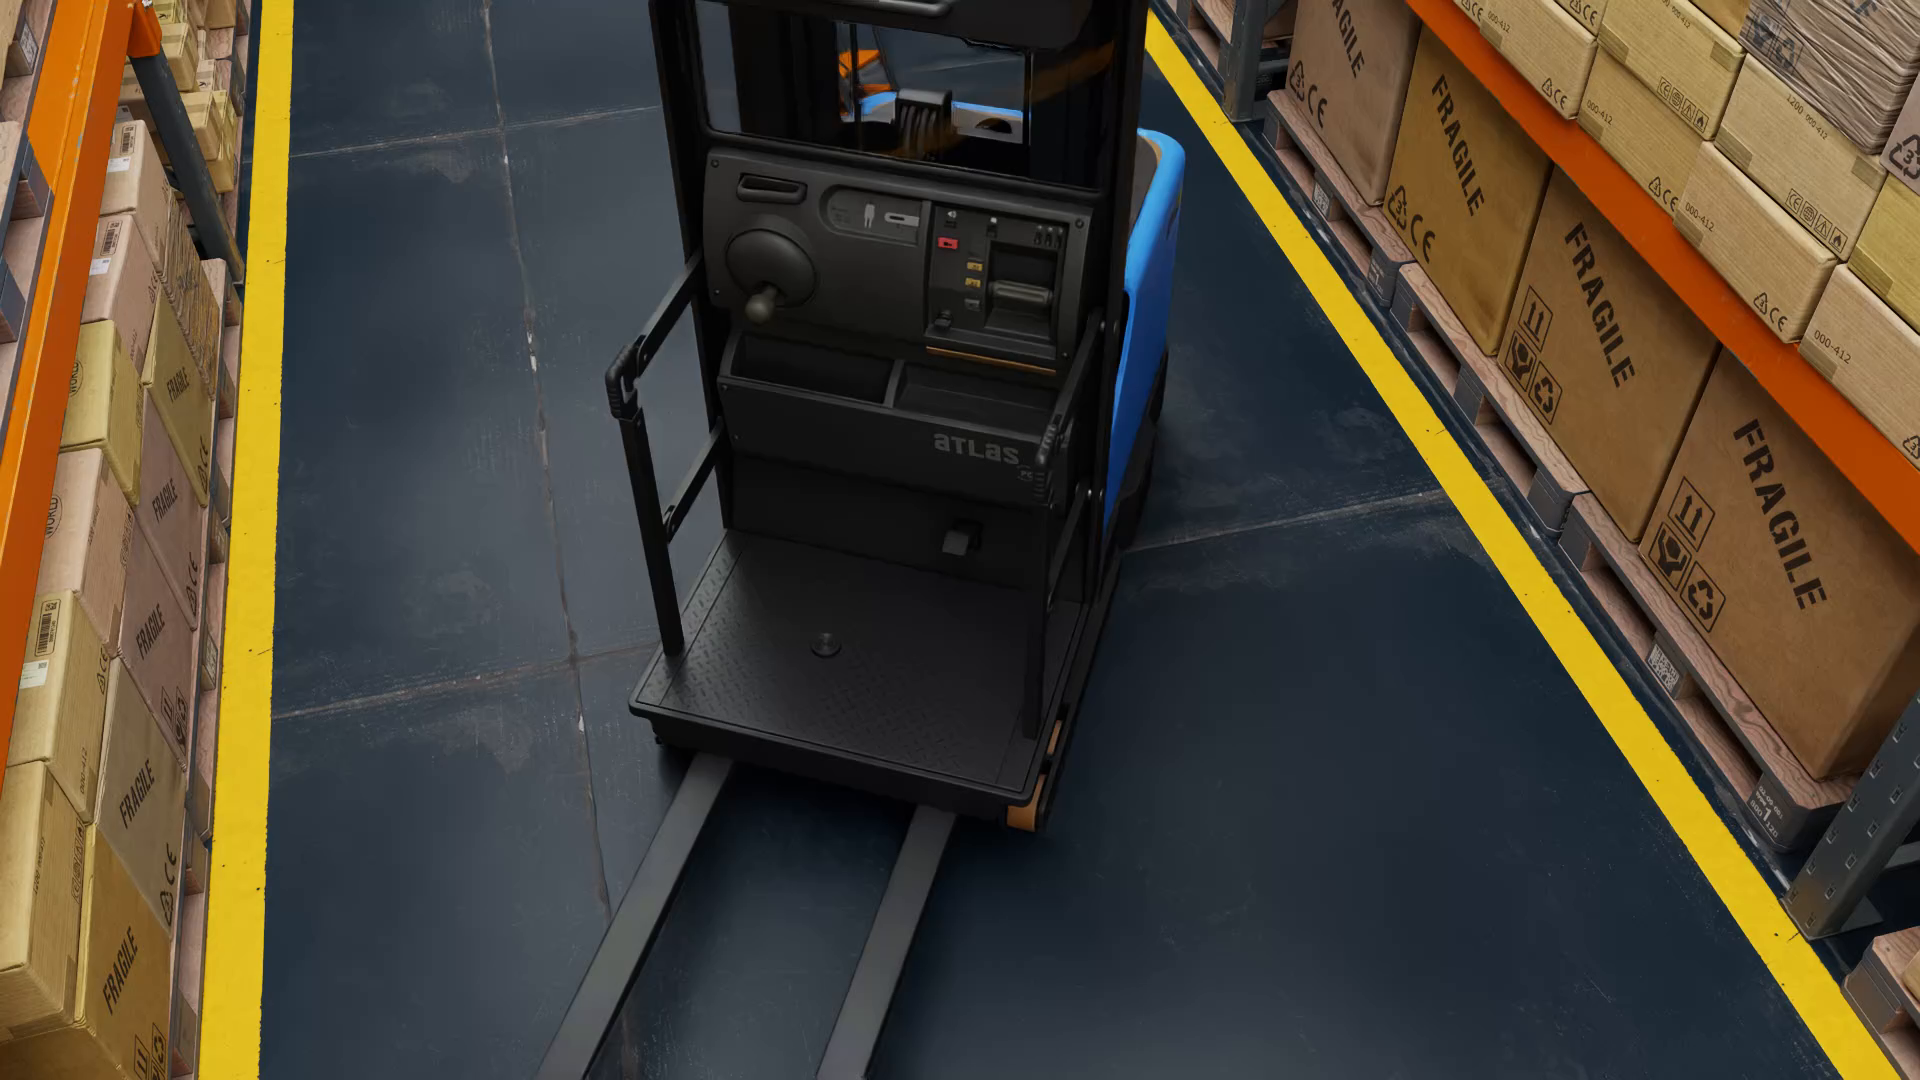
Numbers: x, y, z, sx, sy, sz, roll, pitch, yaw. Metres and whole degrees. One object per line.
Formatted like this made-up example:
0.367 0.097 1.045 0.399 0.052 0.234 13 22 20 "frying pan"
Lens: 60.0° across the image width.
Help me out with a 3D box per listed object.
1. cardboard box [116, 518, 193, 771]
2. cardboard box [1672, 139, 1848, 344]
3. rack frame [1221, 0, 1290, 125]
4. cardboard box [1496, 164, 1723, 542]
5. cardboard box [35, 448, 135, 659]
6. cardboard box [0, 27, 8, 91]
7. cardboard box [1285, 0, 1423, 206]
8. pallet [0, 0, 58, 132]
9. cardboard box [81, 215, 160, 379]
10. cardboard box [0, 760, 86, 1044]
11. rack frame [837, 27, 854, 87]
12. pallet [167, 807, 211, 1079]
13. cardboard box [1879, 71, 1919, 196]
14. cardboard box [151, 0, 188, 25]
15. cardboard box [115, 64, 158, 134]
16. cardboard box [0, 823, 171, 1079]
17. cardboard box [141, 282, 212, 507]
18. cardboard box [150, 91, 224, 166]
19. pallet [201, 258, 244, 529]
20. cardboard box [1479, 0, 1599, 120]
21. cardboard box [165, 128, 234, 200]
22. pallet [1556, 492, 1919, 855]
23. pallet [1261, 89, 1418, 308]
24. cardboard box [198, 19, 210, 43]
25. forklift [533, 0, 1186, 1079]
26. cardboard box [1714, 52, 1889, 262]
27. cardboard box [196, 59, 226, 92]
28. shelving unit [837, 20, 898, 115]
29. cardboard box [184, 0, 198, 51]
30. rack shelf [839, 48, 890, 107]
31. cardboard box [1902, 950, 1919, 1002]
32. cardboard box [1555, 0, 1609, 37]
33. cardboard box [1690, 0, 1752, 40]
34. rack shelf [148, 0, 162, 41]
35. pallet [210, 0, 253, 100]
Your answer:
-2.335 0.312 4.300 0.500 0.500 0.500 -12 47 -11 "cardboard box"
2.101 -0.755 3.995 0.500 0.250 0.500 -10 46 -10 "cardboard box"
1.603 -2.918 6.009 1.000 3.000 0.127 -11 47 -10 "rack frame"
2.306 -0.668 4.998 0.875 0.875 0.875 -10 46 -10 "cardboard box"
-2.319 0.070 4.012 0.500 0.250 0.500 -10 46 -10 "cardboard box"
-2.670 -1.239 4.246 0.380 0.149 0.250 -13 47 -12 "cardboard box"
1.839 -1.907 6.213 0.875 0.875 0.875 -9 46 -9 "cardboard box"
-3.101 -1.321 4.579 1.003 0.211 1.213 -11 47 -10 "pallet"
-2.602 -0.652 4.720 0.500 0.250 0.500 -9 46 -8 "cardboard box"
-2.075 0.764 3.332 0.500 0.250 0.500 -13 47 -12 "cardboard box"
-0.358 -1.291 5.725 0.006 1.200 0.240 11 43 40 "rack frame"
-2.331 1.255 3.872 1.003 0.211 1.213 -11 47 -10 "pallet"
2.242 -0.850 3.213 0.500 0.500 0.500 -12 47 -11 "cardboard box"
-3.170 -1.942 6.339 0.380 0.149 0.250 -11 47 -11 "cardboard box"
-3.044 -1.576 5.980 0.380 0.149 0.250 -9 46 -9 "cardboard box"
-2.067 1.012 3.614 0.500 0.500 0.500 -13 47 -12 "cardboard box"
-2.592 -0.396 4.994 0.500 0.500 0.500 -12 47 -11 "cardboard box"
-2.940 -1.505 6.118 0.380 0.149 0.250 -9 46 -8 "cardboard box"
-2.955 -0.429 5.523 1.003 0.211 1.213 -11 47 -10 "pallet"
1.829 -1.452 4.678 0.500 0.250 0.500 -11 47 -11 "cardboard box"
-2.939 -1.402 6.226 0.380 0.149 0.250 -13 47 -12 "cardboard box"
2.498 0.262 4.845 1.003 0.211 1.213 -11 47 -10 "pallet"
1.874 -1.423 6.496 1.003 0.211 1.213 -11 47 -10 "pallet"
-3.337 -2.093 6.903 0.380 0.149 0.250 -13 47 -12 "cardboard box"
-0.218 -0.564 3.751 1.130 2.935 3.031 12 47 11 "forklift"
2.123 -0.920 3.806 0.500 0.250 0.500 -12 47 -11 "cardboard box"
-3.121 -1.748 6.565 0.380 0.149 0.250 -11 47 -11 "cardboard box"
-0.289 -1.277 5.666 0.189 1.200 0.258 11 43 40 "shelving unit"
-3.255 -2.012 6.615 0.380 0.149 0.250 -13 47 -12 "cardboard box"
-0.379 -1.532 5.502 0.180 0.103 0.258 11 43 40 "rack shelf"
2.762 1.009 3.707 0.950 0.372 0.625 -14 47 -13 "cardboard box"
1.839 -1.628 4.500 0.500 0.250 0.500 -12 47 -12 "cardboard box"
1.982 -1.547 3.896 0.500 0.500 0.500 -11 47 -10 "cardboard box"
-3.668 -3.072 6.664 1.077 0.370 4.000 -11 47 -10 "rack shelf"
-3.678 -2.268 7.325 1.003 0.211 1.213 -11 47 -10 "pallet"
